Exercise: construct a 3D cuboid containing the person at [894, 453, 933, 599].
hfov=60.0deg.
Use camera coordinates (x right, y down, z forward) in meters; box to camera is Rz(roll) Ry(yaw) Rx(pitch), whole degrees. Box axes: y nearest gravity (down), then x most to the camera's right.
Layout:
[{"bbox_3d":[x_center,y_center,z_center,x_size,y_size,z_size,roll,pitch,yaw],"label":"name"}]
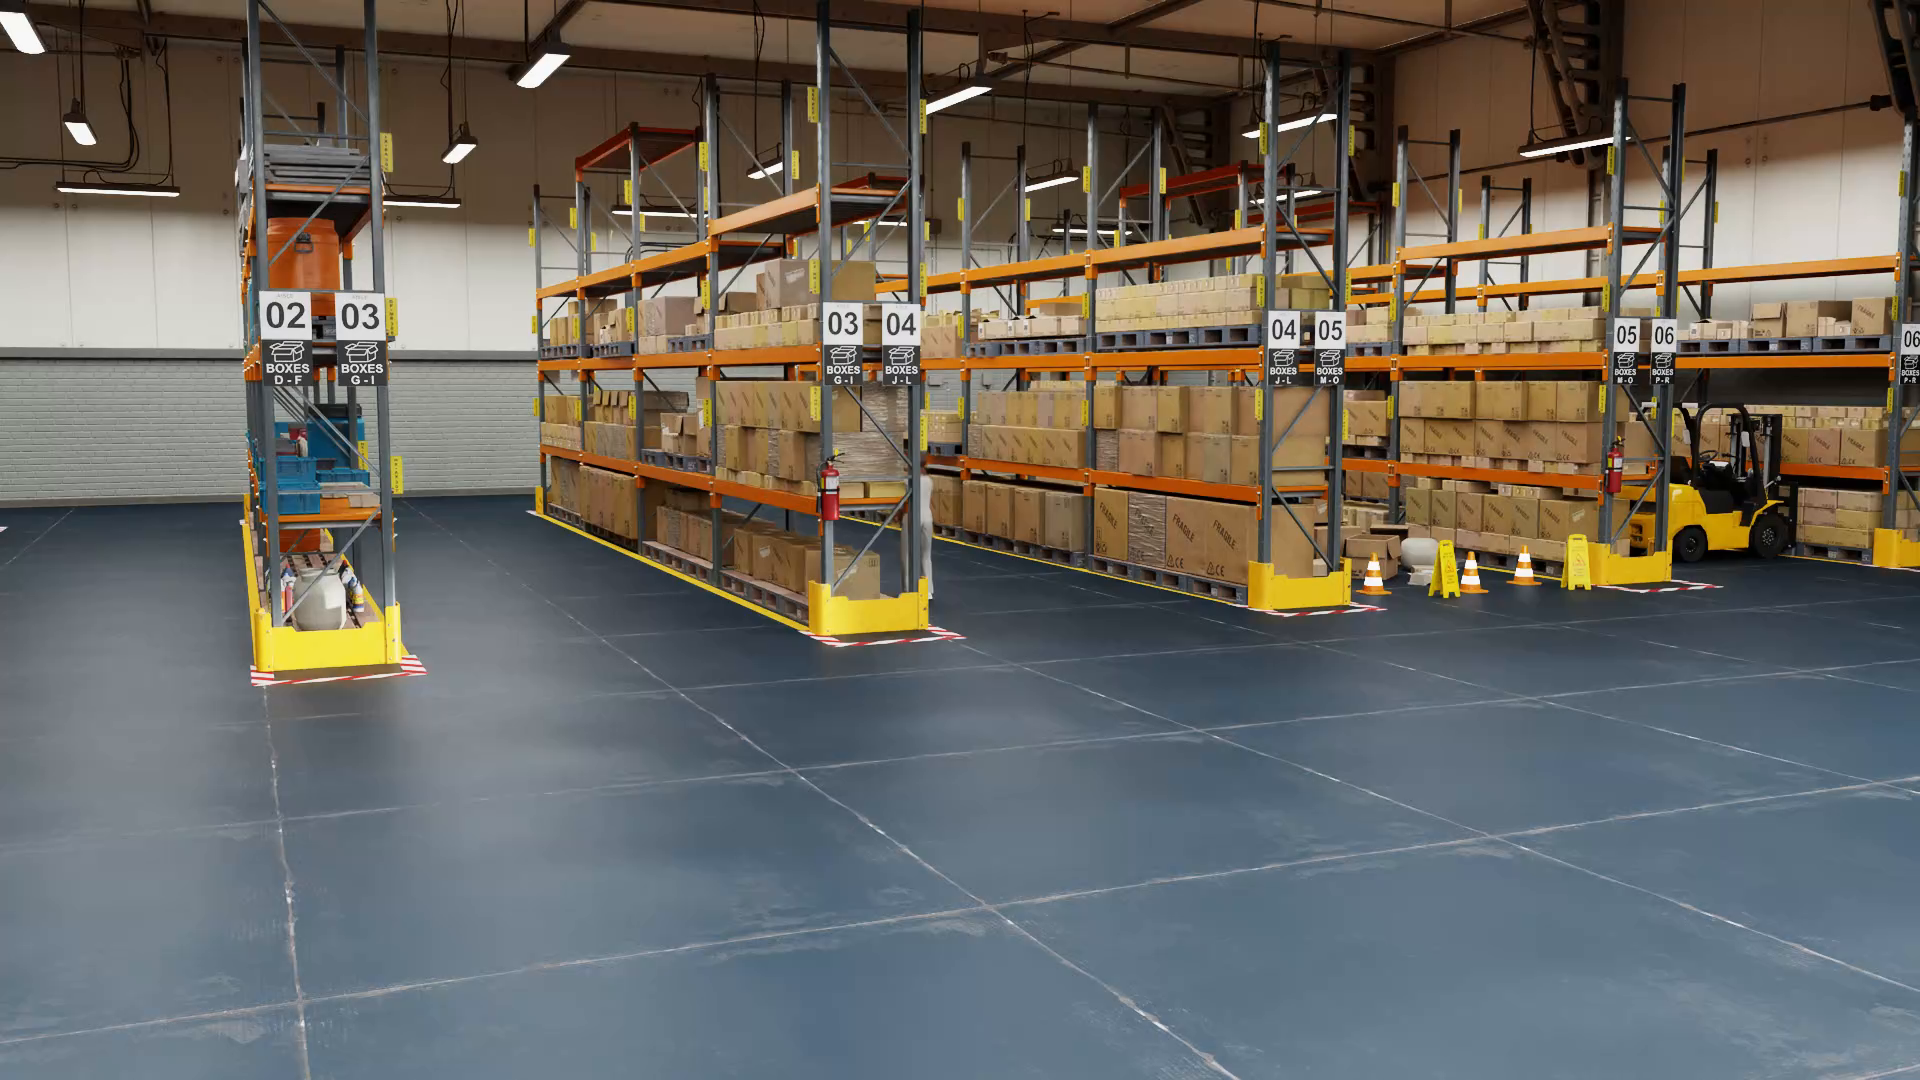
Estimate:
[{"bbox_3d":[-0.521,-0.163,18.728,0.423,1.668,0.532,-3,6,-25],"label":"person"}]
